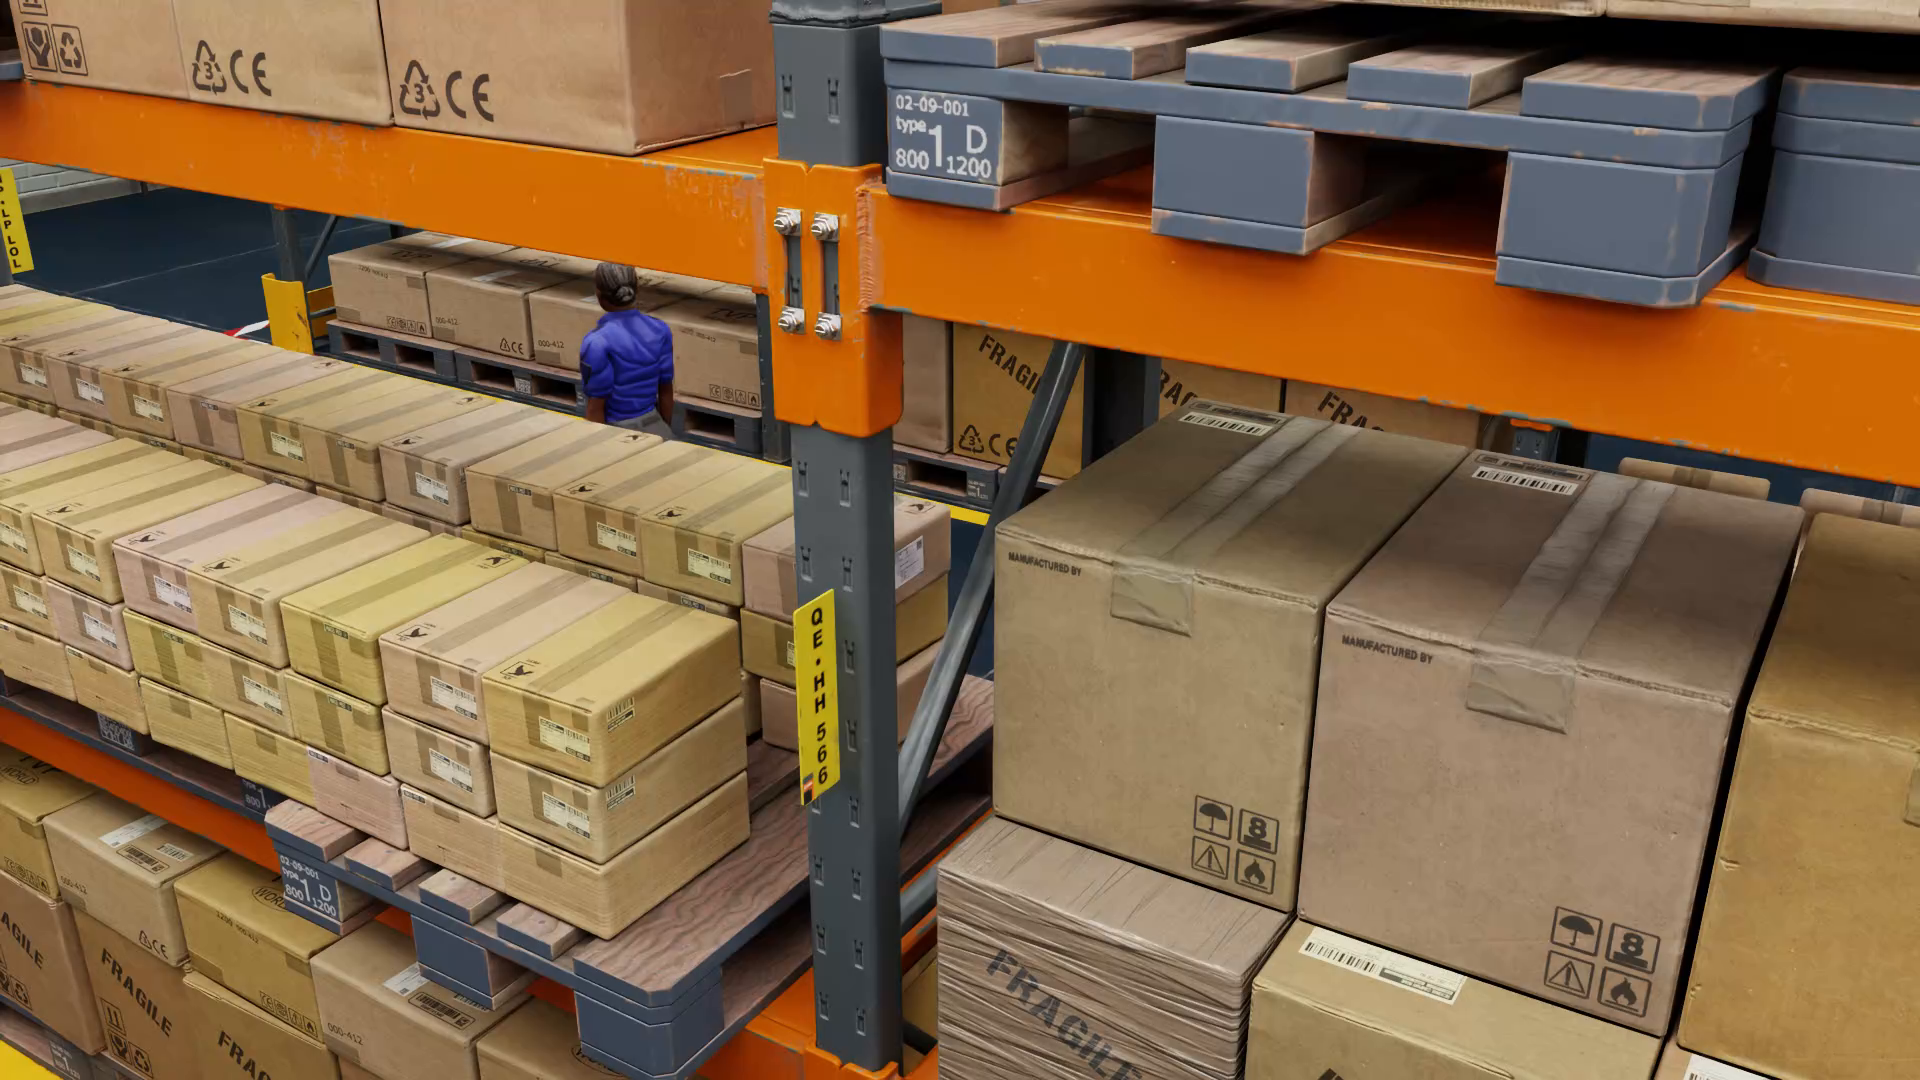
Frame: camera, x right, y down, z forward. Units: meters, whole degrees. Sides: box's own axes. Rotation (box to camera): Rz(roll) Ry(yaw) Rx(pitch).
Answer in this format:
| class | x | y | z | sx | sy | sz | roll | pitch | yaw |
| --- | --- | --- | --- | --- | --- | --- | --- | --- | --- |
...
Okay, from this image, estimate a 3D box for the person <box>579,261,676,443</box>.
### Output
| class | x | y | z | sx | sy | sz | roll | pitch | yaw |
| --- | --- | --- | --- | --- | --- | --- | --- | --- | --- |
| person | -1.388 | -0.341 | 6.878 | 0.436 | 1.686 | 0.492 | 21 | 31 | 40 |
